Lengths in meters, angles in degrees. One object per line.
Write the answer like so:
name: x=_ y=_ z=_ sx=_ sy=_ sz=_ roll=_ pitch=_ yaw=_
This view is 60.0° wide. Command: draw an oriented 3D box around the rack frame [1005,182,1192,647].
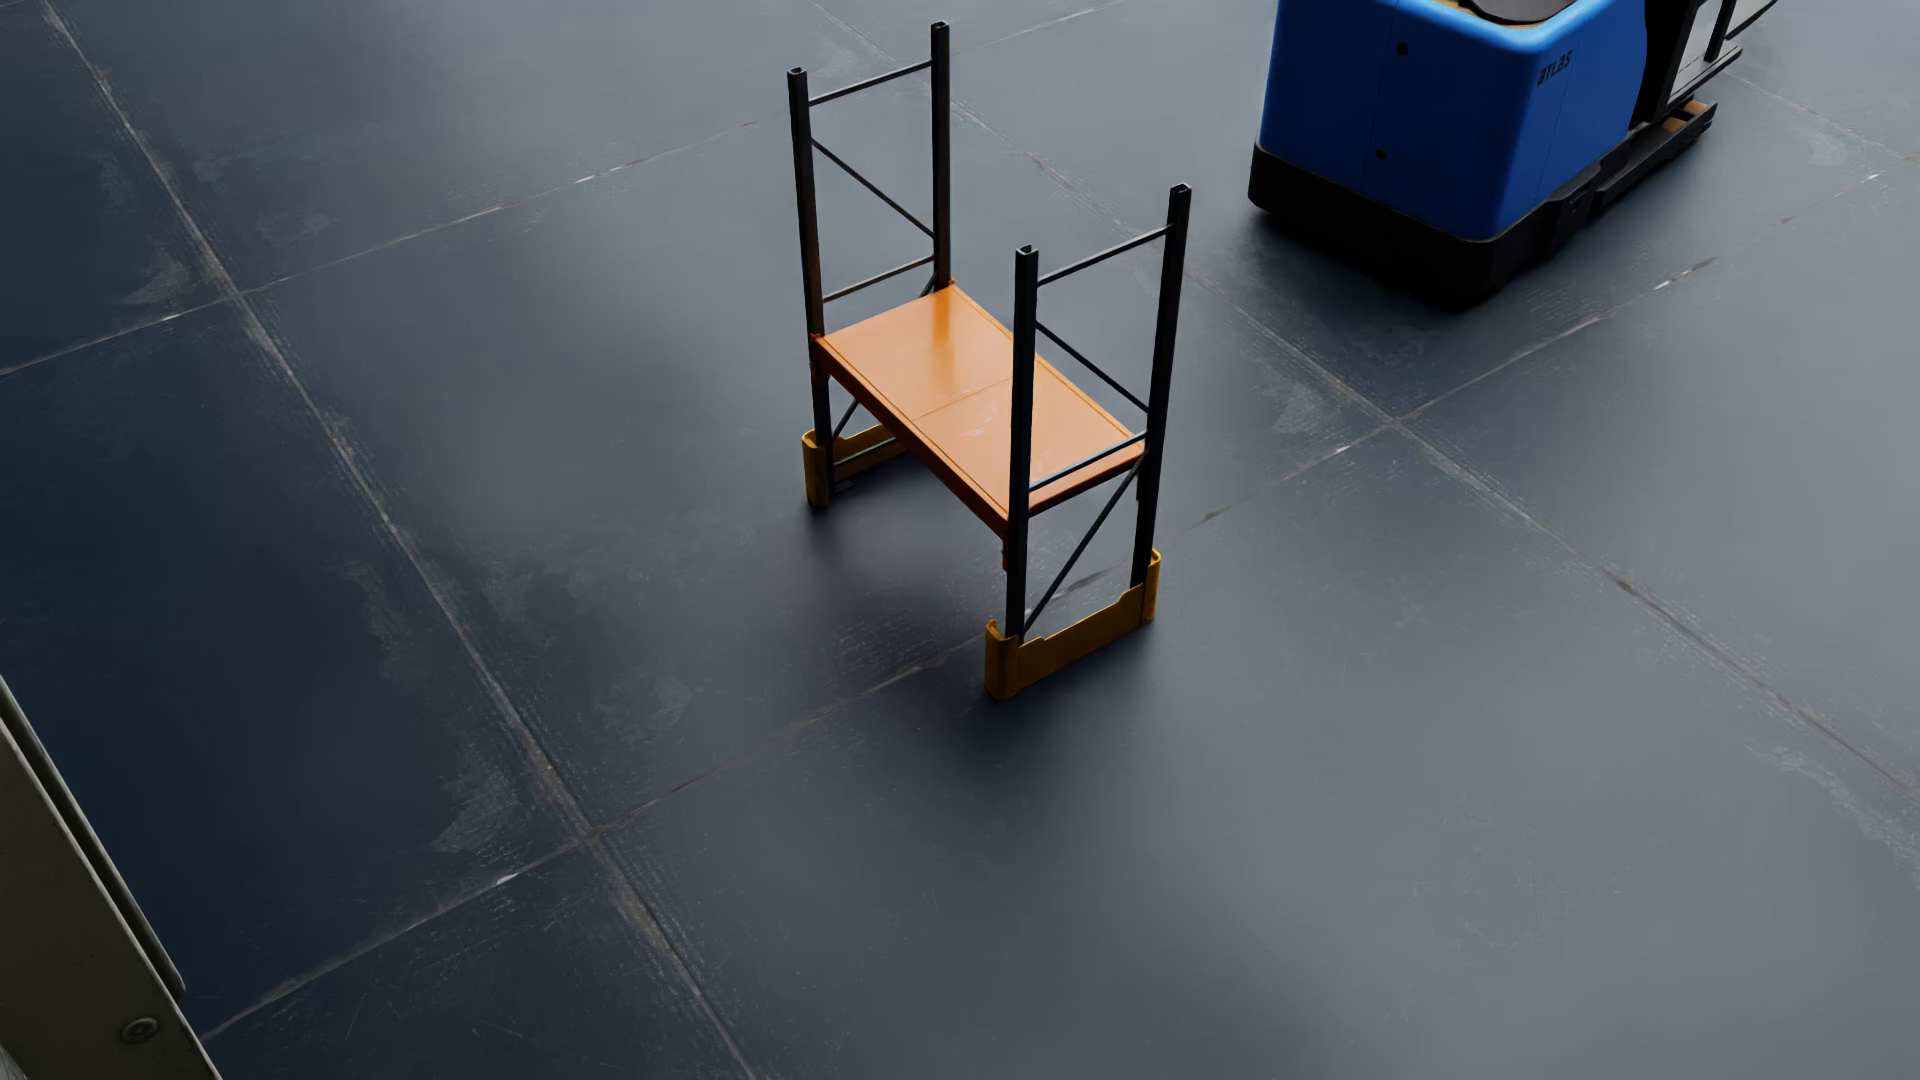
rack frame: x=0.340 y=-0.206 z=4.380 sx=0.500 sy=1.500 sz=0.032 roll=-26 pitch=49 yaw=-24

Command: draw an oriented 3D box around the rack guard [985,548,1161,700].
rack guard: x=0.329 y=0.235 z=4.823 sx=0.587 sy=0.250 sz=0.087 roll=-26 pitch=49 yaw=-24

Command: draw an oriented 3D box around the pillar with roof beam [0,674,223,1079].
pillar with roof beam: x=1.583 y=-3.706 z=2.615 sx=9.100 sy=9.000 sz=0.400 roll=-26 pitch=49 yaw=-24

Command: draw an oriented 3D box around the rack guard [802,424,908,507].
rack guard: x=-0.241 y=-0.329 z=5.414 sx=0.587 sy=0.250 sz=0.087 roll=-26 pitch=49 yaw=-24

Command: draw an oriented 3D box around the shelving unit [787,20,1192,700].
shelving unit: x=0.044 y=-0.499 z=4.687 sx=0.587 sy=1.500 sz=1.083 roll=-26 pitch=49 yaw=-24

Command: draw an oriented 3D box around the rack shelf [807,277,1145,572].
rack shelf: x=0.049 y=-0.364 z=4.806 sx=0.538 sy=0.185 sz=1.000 roll=-26 pitch=49 yaw=-24

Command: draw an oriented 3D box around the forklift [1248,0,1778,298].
forklift: x=2.521 y=-2.864 z=6.127 sx=1.130 sy=2.935 sz=3.031 roll=34 pitch=53 yaw=30

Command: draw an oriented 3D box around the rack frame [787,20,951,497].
rack frame: x=-0.242 y=-0.782 z=4.983 sx=0.500 sy=1.500 sz=0.032 roll=-26 pitch=49 yaw=-24
